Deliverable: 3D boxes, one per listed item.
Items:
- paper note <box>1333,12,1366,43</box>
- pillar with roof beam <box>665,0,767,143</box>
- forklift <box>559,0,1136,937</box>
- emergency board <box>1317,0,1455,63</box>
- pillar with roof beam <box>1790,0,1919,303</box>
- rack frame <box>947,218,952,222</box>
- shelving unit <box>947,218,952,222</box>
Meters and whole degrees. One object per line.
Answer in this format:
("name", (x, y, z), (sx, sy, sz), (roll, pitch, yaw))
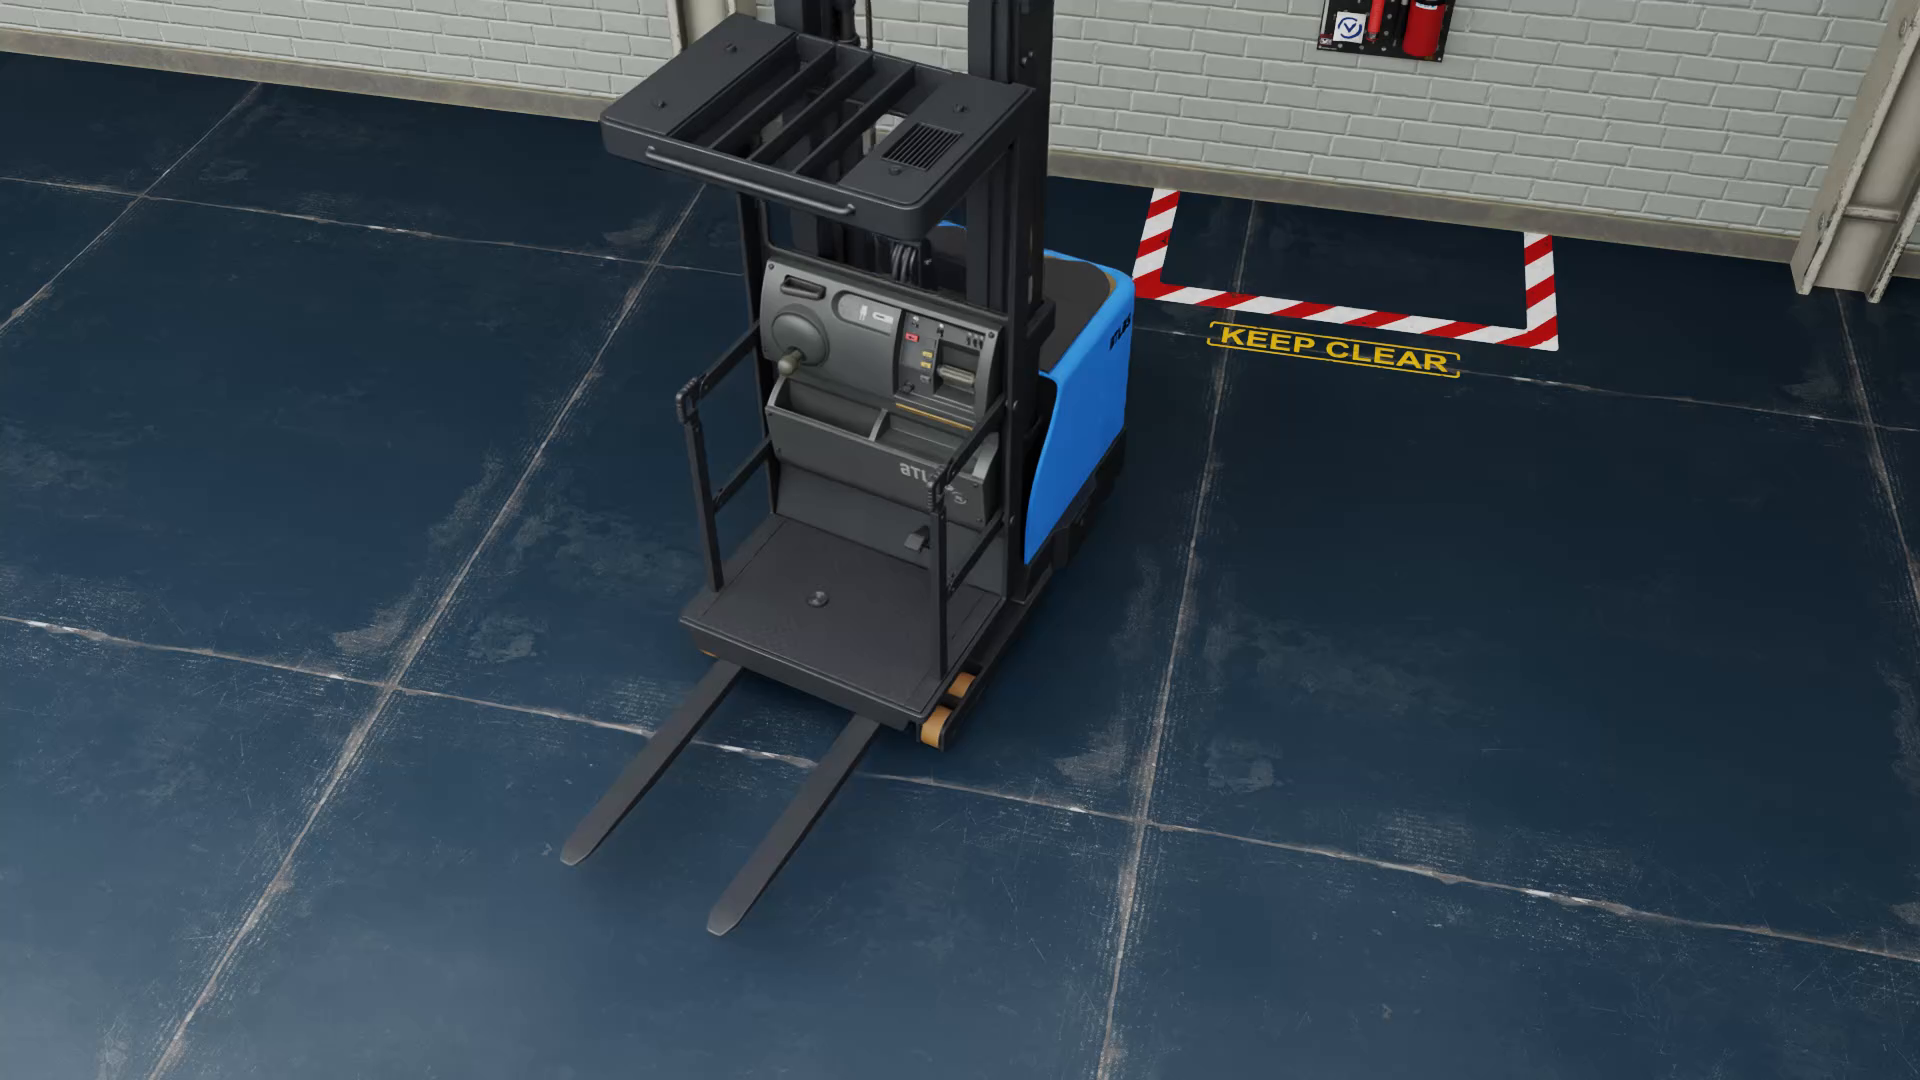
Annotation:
("paper note", (1.959, -2.576, 8.358), (0.142, 0.148, 0.016), (9, 45, 9))
("pillar with roof beam", (-2.276, -2.576, 3.397), (0.400, 9.000, 9.100), (9, 45, 9))
("forklift", (-0.392, -0.617, 5.737), (1.130, 2.935, 3.031), (20, 47, 19))
("emergency board", (2.116, -2.820, 7.976), (0.643, 1.169, 0.194), (9, 45, 9))
("pillar with roof beam", (3.580, -1.668, 2.454), (0.400, 9.000, 9.100), (9, 45, 9))
("rack frame", (-0.155, -1.113, 7.718), (0.240, 0.900, 0.006), (4, 44, 5))
("shelving unit", (-0.166, -1.043, 7.645), (0.258, 0.900, 0.210), (4, 44, 5))
